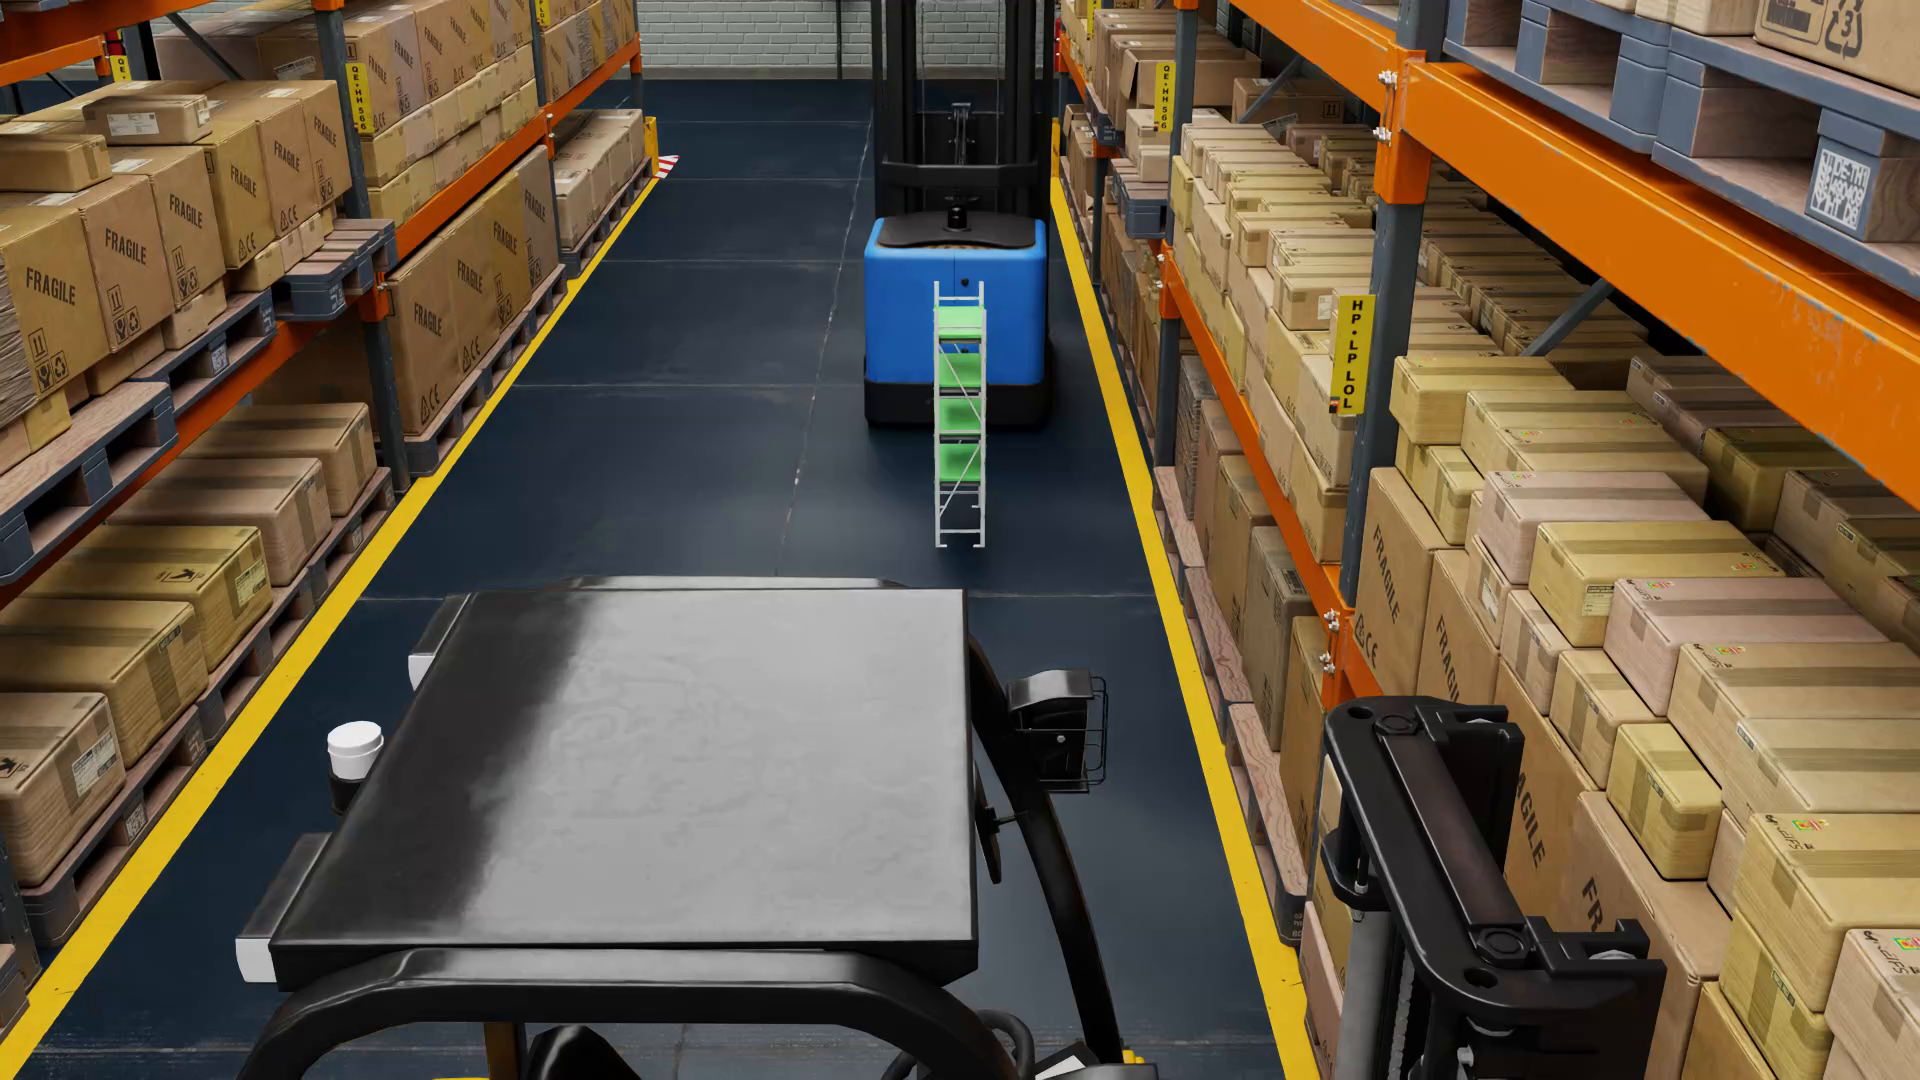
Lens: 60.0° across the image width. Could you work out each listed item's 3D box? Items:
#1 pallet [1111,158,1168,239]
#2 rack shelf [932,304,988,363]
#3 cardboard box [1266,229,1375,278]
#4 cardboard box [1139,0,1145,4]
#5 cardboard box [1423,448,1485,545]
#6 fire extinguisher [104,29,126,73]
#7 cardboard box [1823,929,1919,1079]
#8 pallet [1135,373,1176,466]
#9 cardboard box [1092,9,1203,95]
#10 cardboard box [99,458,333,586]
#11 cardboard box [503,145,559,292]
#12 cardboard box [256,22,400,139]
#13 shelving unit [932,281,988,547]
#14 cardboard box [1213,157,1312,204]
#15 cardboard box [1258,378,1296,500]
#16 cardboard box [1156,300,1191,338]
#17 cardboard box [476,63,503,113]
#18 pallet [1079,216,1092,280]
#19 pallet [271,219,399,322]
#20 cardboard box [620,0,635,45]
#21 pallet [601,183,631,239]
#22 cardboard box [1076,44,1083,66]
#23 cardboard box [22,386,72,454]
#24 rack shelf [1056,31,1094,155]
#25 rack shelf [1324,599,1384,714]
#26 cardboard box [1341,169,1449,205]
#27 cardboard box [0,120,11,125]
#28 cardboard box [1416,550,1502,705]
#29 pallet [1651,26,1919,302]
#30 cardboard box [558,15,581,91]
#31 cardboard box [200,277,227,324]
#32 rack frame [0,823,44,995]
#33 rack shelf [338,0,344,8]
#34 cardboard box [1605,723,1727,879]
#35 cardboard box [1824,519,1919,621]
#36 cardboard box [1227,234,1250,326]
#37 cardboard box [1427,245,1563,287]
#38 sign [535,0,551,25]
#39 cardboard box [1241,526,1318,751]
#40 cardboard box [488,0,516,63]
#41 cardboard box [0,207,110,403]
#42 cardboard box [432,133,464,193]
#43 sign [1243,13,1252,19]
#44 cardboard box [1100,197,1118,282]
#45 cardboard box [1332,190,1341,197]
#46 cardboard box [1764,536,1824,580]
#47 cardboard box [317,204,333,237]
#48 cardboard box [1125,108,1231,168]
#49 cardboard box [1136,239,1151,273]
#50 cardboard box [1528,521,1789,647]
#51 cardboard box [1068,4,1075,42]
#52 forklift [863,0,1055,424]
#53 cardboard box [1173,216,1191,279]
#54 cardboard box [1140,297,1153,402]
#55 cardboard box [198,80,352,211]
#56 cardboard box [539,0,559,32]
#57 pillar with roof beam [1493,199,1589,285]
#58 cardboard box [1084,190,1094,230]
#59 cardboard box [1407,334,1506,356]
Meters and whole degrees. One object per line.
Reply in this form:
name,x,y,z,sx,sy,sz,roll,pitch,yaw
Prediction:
pallet,1.455,-1.841,8.914,1.213,0.211,1.003,0,24,-1
rack shelf,-0.002,-0.994,7.982,0.258,0.148,0.480,0,24,-1
cardboard box,1.307,-1.009,5.932,0.380,0.149,0.250,0,24,0
cardboard box,1.721,-4.613,14.630,0.500,0.250,0.500,0,24,0
cardboard box,1.321,-0.103,3.930,0.380,0.149,0.250,0,24,1
fire extinguisher,-8.007,-4.759,15.679,0.296,0.674,0.183,0,24,-1
cardboard box,1.300,0.605,2.004,0.380,0.149,0.250,0,24,1
pallet,1.563,-0.687,9.513,1.003,0.211,1.213,0,24,-1
cardboard box,1.271,-3.334,11.352,0.700,0.500,0.500,0,24,1
cardboard box,-3.418,-0.083,7.473,0.950,0.372,0.625,-1,24,-2
cardboard box,-3.387,-2.242,11.636,0.875,0.875,0.875,0,24,1
cardboard box,-3.191,-2.331,8.430,0.500,0.500,0.500,-1,24,-2
shelving unit,-0.002,-0.615,8.154,0.258,1.200,0.503,0,24,-1
cardboard box,1.290,-1.535,7.095,0.380,0.149,0.250,0,24,0
cardboard box,1.299,-0.347,5.559,0.500,0.250,0.500,0,24,-1
cardboard box,1.274,-1.200,9.000,0.380,0.149,0.250,-1,24,-3
cardboard box,-3.201,-2.834,10.451,0.500,0.250,0.500,0,24,1
pallet,1.483,-2.310,13.102,1.003,0.211,1.213,0,24,-1
pallet,-3.316,-1.245,7.596,1.213,0.211,1.003,0,24,-1
cardboard box,-3.248,-4.770,15.036,0.500,0.500,0.500,0,24,0
pallet,-3.420,-2.821,14.232,1.003,0.211,1.213,0,24,-1
cardboard box,1.163,-4.056,13.882,0.380,0.149,0.250,0,24,1
cardboard box,-3.071,-0.387,5.260,0.380,0.149,0.250,0,24,1
rack shelf,1.468,-3.794,13.872,1.077,0.370,4.000,0,24,-1
rack shelf,1.599,1.150,2.939,1.077,0.370,4.000,0,24,-1
cardboard box,1.793,-1.435,6.873,0.380,0.149,0.250,0,24,-1
cardboard box,-8.677,-3.691,15.000,0.380,0.149,0.250,0,24,0
cardboard box,1.343,0.352,3.711,0.500,0.500,0.500,0,24,0
pallet,1.622,-0.475,2.128,1.003,0.211,1.213,0,24,-1
cardboard box,-3.219,-3.722,12.717,0.500,0.500,0.500,0,24,0
cardboard box,-3.095,-0.931,6.463,0.380,0.149,0.250,-1,24,-2
rack frame,-3.387,0.022,4.560,1.000,3.000,0.127,0,24,-1
rack shelf,-3.452,-3.489,9.557,1.077,0.370,4.000,0,24,-1
cardboard box,1.314,0.427,2.757,0.380,0.149,0.250,-1,24,-2
cardboard box,1.908,0.075,3.176,0.380,0.149,0.250,-1,24,-1
cardboard box,1.316,-0.993,6.380,0.500,0.250,0.500,0,24,0
cardboard box,1.834,-0.910,5.713,0.380,0.149,0.250,0,24,-1
sign,-2.931,-3.772,11.641,0.100,0.325,0.005,0,24,-1
cardboard box,1.559,0.354,6.198,0.875,0.625,0.625,0,24,-1
cardboard box,-3.205,-3.379,10.747,0.500,0.500,0.500,0,24,0
cardboard box,-3.111,-0.751,5.278,0.500,0.500,0.500,0,24,0
cardboard box,-3.207,-2.188,9.630,0.500,0.250,0.500,1,24,1
sign,2.044,-3.829,11.672,0.100,0.325,0.005,0,24,-1
cardboard box,1.270,-2.150,11.887,0.500,0.500,0.500,1,24,2
cardboard box,1.823,-1.415,7.313,0.500,0.250,0.500,0,24,0
cardboard box,1.910,0.107,3.464,0.380,0.149,0.250,0,24,0
cardboard box,-3.116,-1.459,7.630,0.380,0.149,0.250,0,24,0
cardboard box,1.198,-2.206,9.160,0.500,0.250,0.500,-1,24,-3
cardboard box,1.288,-1.747,10.208,0.380,0.149,0.250,-1,24,-3
cardboard box,1.318,0.080,3.163,0.380,0.149,0.250,-1,24,-1
cardboard box,1.196,-4.409,14.179,0.500,0.250,0.500,-1,24,-2
forklift,0.027,-2.563,10.360,1.130,2.935,3.031,1,24,2
cardboard box,1.294,-1.397,7.882,0.500,0.250,0.500,0,24,0
cardboard box,1.318,-1.082,9.525,0.500,0.500,0.500,-1,24,-1
cardboard box,-3.147,-1.812,7.625,0.500,0.500,0.500,-1,24,-2
cardboard box,-3.237,-3.973,12.059,0.500,0.500,0.500,0,24,0
pillar with roof beam,-1.856,-3.831,5.800,9.100,9.000,0.400,0,24,-1
cardboard box,1.186,-2.619,13.209,0.396,0.266,0.258,1,24,1
cardboard box,1.351,-0.482,4.768,0.380,0.149,0.250,1,24,1
